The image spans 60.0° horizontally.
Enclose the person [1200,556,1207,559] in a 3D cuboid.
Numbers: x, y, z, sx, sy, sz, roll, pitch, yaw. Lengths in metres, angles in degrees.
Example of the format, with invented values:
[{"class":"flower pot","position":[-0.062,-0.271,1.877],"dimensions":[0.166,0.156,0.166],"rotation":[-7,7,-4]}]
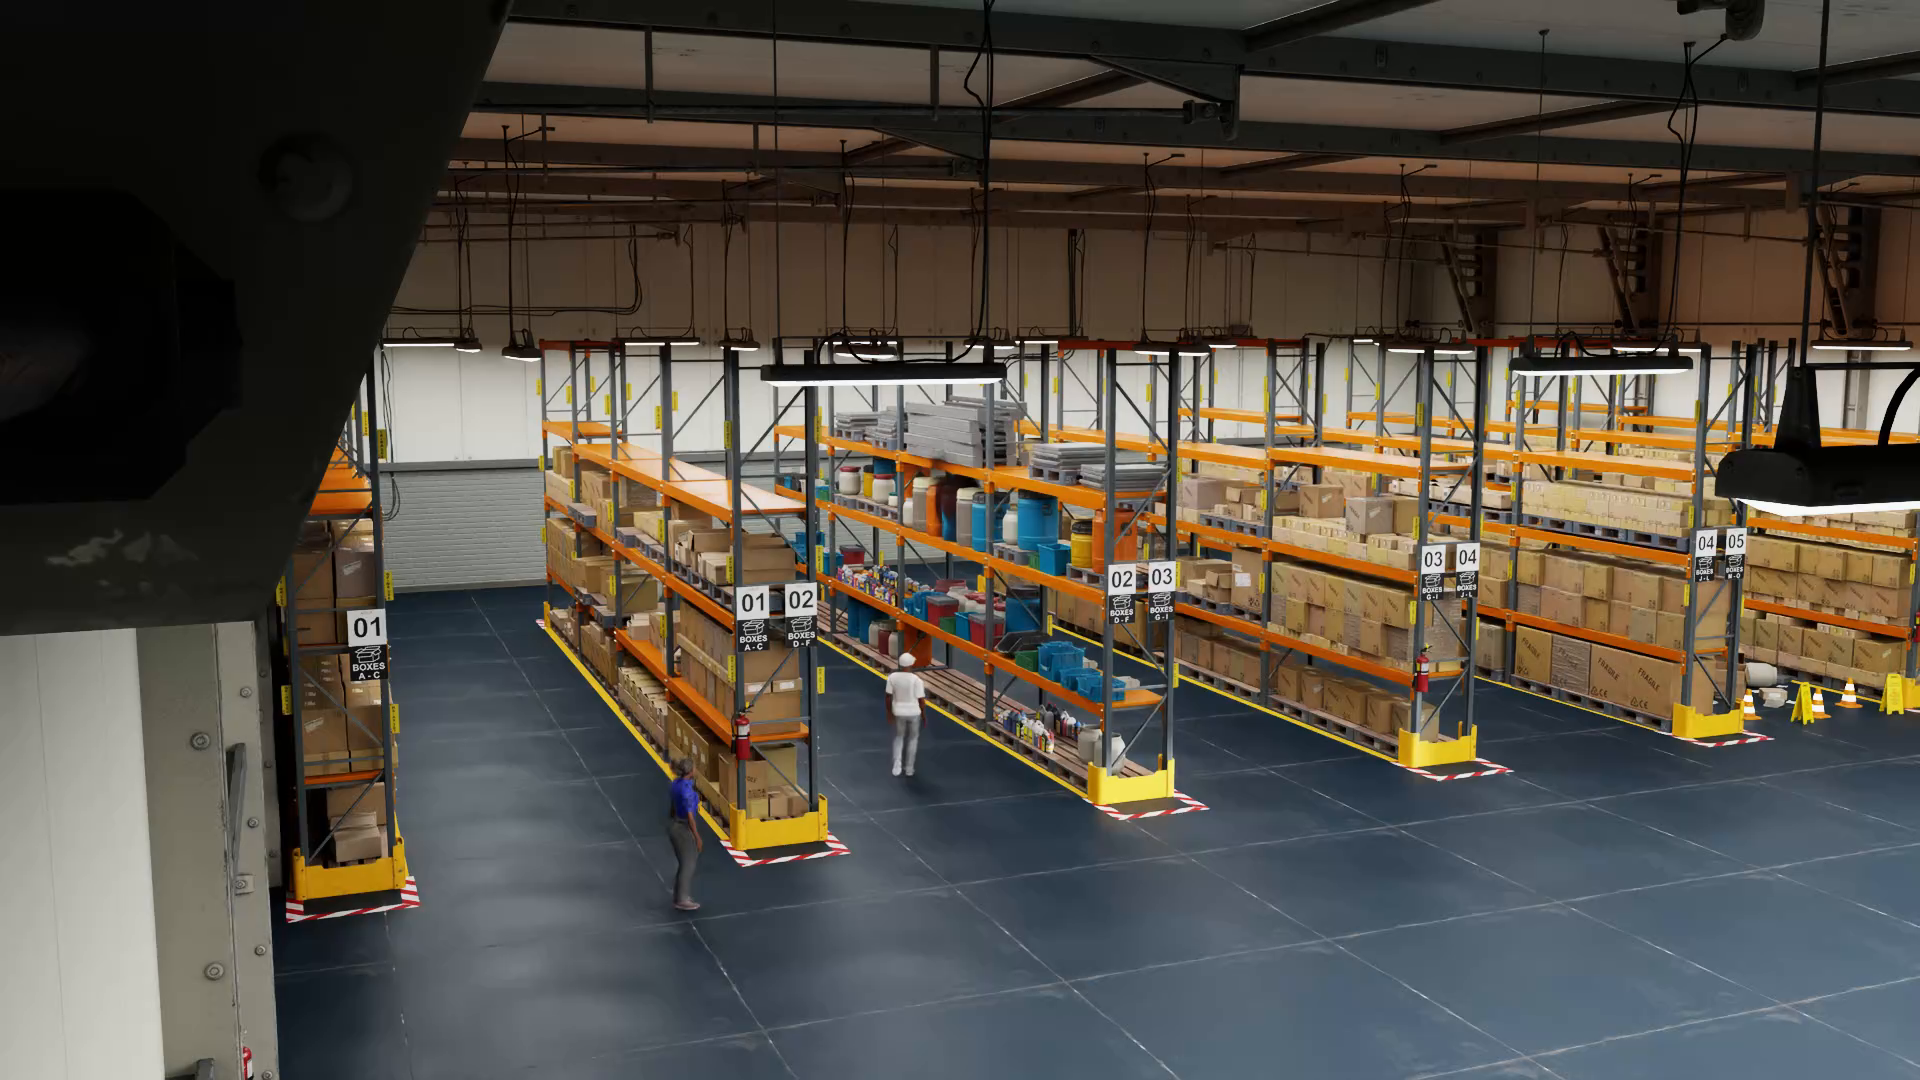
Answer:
[{"class":"person","position":[4.907,1.118,33.811],"dimensions":[0.435,1.632,0.995],"rotation":[-3,8,-23]}]

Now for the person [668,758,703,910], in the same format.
[{"class":"person","position":[-2.993,3.205,18.081],"dimensions":[0.353,1.703,0.567],"rotation":[-2,8,-16]}]

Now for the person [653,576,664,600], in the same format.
[{"class":"person","position":[-6.486,0.917,35.296],"dimensions":[0.661,1.809,0.877],"rotation":[-3,8,-23]}]

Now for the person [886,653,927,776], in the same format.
[{"class":"person","position":[-0.759,2.430,23.191],"dimensions":[0.581,1.745,0.543],"rotation":[2,8,12]}]
